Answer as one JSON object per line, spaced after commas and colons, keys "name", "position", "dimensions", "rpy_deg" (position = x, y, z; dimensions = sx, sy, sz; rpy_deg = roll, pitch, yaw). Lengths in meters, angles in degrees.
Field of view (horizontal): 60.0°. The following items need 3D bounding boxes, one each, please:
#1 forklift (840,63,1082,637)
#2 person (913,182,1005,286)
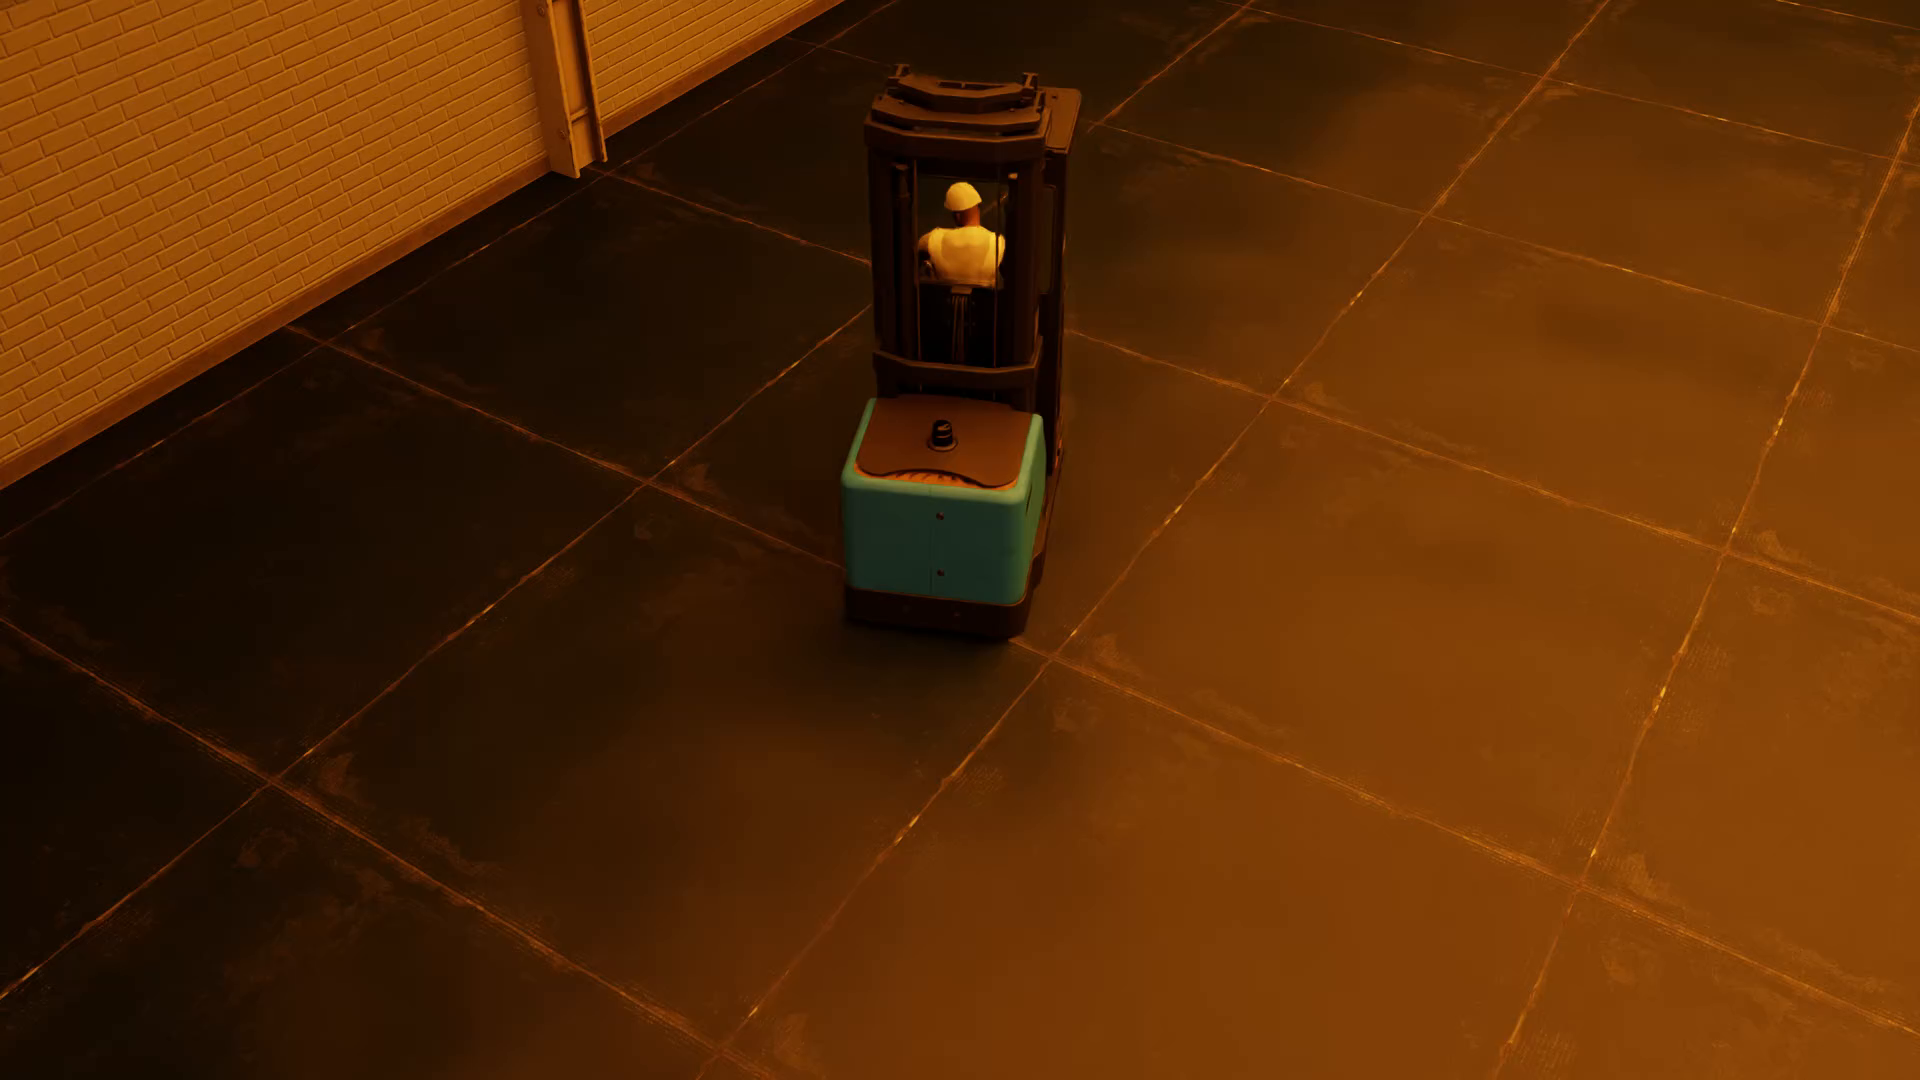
{"name": "forklift", "position": [0.084, -1.521, 9.762], "dimensions": [1.130, 2.935, 3.031], "rpy_deg": [6, 41, 7]}
{"name": "person", "position": [0.082, -1.557, 10.765], "dimensions": [0.823, 1.642, 0.876], "rpy_deg": [4, 40, 5]}
